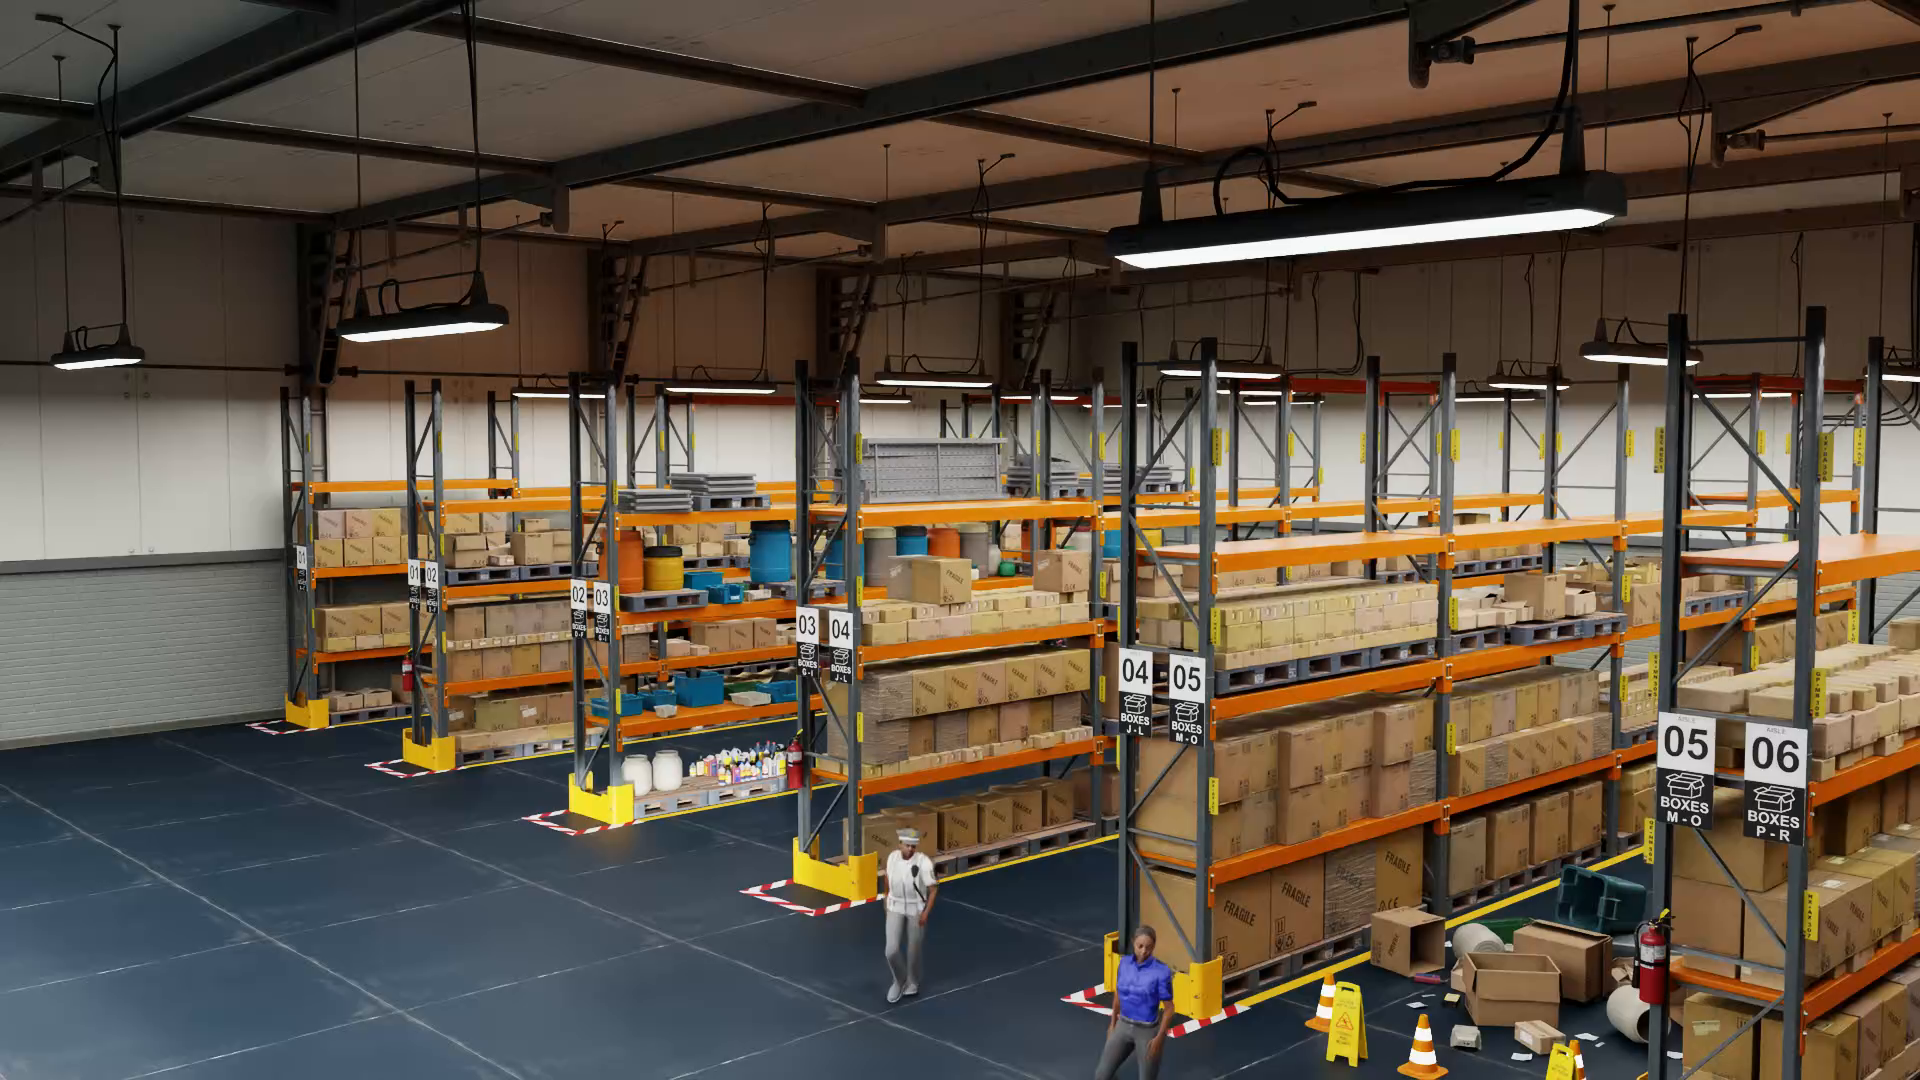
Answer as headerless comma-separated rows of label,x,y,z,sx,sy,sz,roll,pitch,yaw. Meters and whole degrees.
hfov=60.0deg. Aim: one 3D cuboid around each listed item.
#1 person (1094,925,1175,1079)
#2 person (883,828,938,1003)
person,1.223,3.583,12.052,0.708,1.632,0.578,2,4,29
person,-0.462,3.379,15.045,0.557,1.617,0.792,0,4,7
